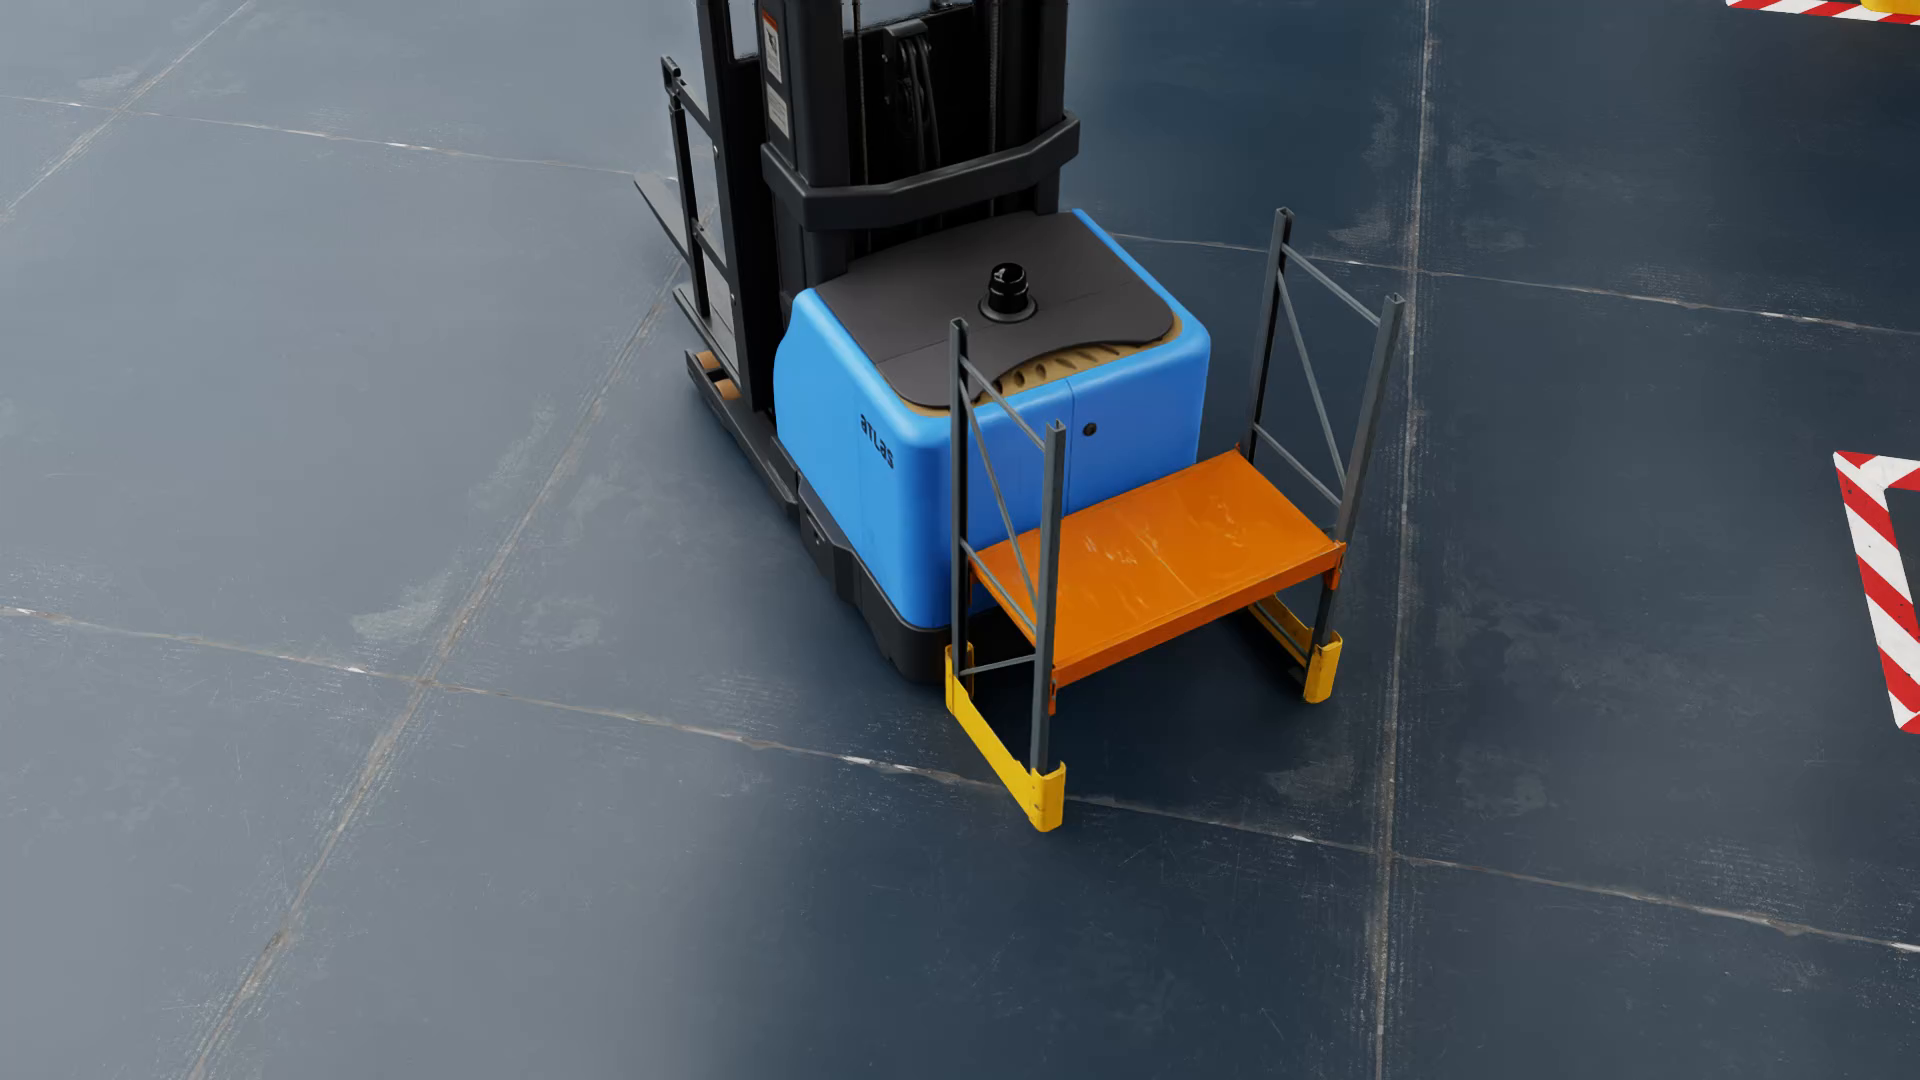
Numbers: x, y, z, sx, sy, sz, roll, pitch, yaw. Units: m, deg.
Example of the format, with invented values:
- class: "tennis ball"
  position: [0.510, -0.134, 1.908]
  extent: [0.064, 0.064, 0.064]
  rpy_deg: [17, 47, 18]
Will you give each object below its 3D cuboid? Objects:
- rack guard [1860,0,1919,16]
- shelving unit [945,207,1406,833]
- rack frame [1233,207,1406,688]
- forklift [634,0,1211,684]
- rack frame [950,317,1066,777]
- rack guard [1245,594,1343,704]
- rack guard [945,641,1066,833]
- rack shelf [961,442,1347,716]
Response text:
- class: "rack guard"
  position: [4.969, -3.284, 8.802]
  extent: [0.348, 0.500, 1.175]
  rpy_deg: [9, 45, 9]
- class: "shelving unit"
  position: [0.561, -0.041, 4.711]
  extent: [1.083, 1.500, 0.587]
  rpy_deg: [-22, 48, -21]
- class: "rack frame"
  position: [0.995, -0.212, 4.889]
  extent: [0.032, 1.500, 0.500]
  rpy_deg: [-22, 48, -21]
- class: "forklift"
  position: [-0.380, -1.627, 5.327]
  extent: [1.130, 2.935, 3.031]
  rpy_deg: [-20, 47, -20]
- class: "rack frame"
  position: [0.111, 0.136, 4.527]
  extent: [0.032, 1.500, 0.500]
  rpy_deg: [-22, 48, -21]
- class: "rack guard"
  position: [0.994, 0.238, 5.322]
  extent: [0.087, 0.250, 0.587]
  rpy_deg: [-22, 48, -21]
- class: "rack guard"
  position: [0.128, 0.580, 4.968]
  extent: [0.087, 0.250, 0.587]
  rpy_deg: [-22, 48, -21]
- class: "rack shelf"
  position: [0.553, 0.091, 4.833]
  extent: [1.000, 0.185, 0.538]
  rpy_deg: [-22, 48, -21]
